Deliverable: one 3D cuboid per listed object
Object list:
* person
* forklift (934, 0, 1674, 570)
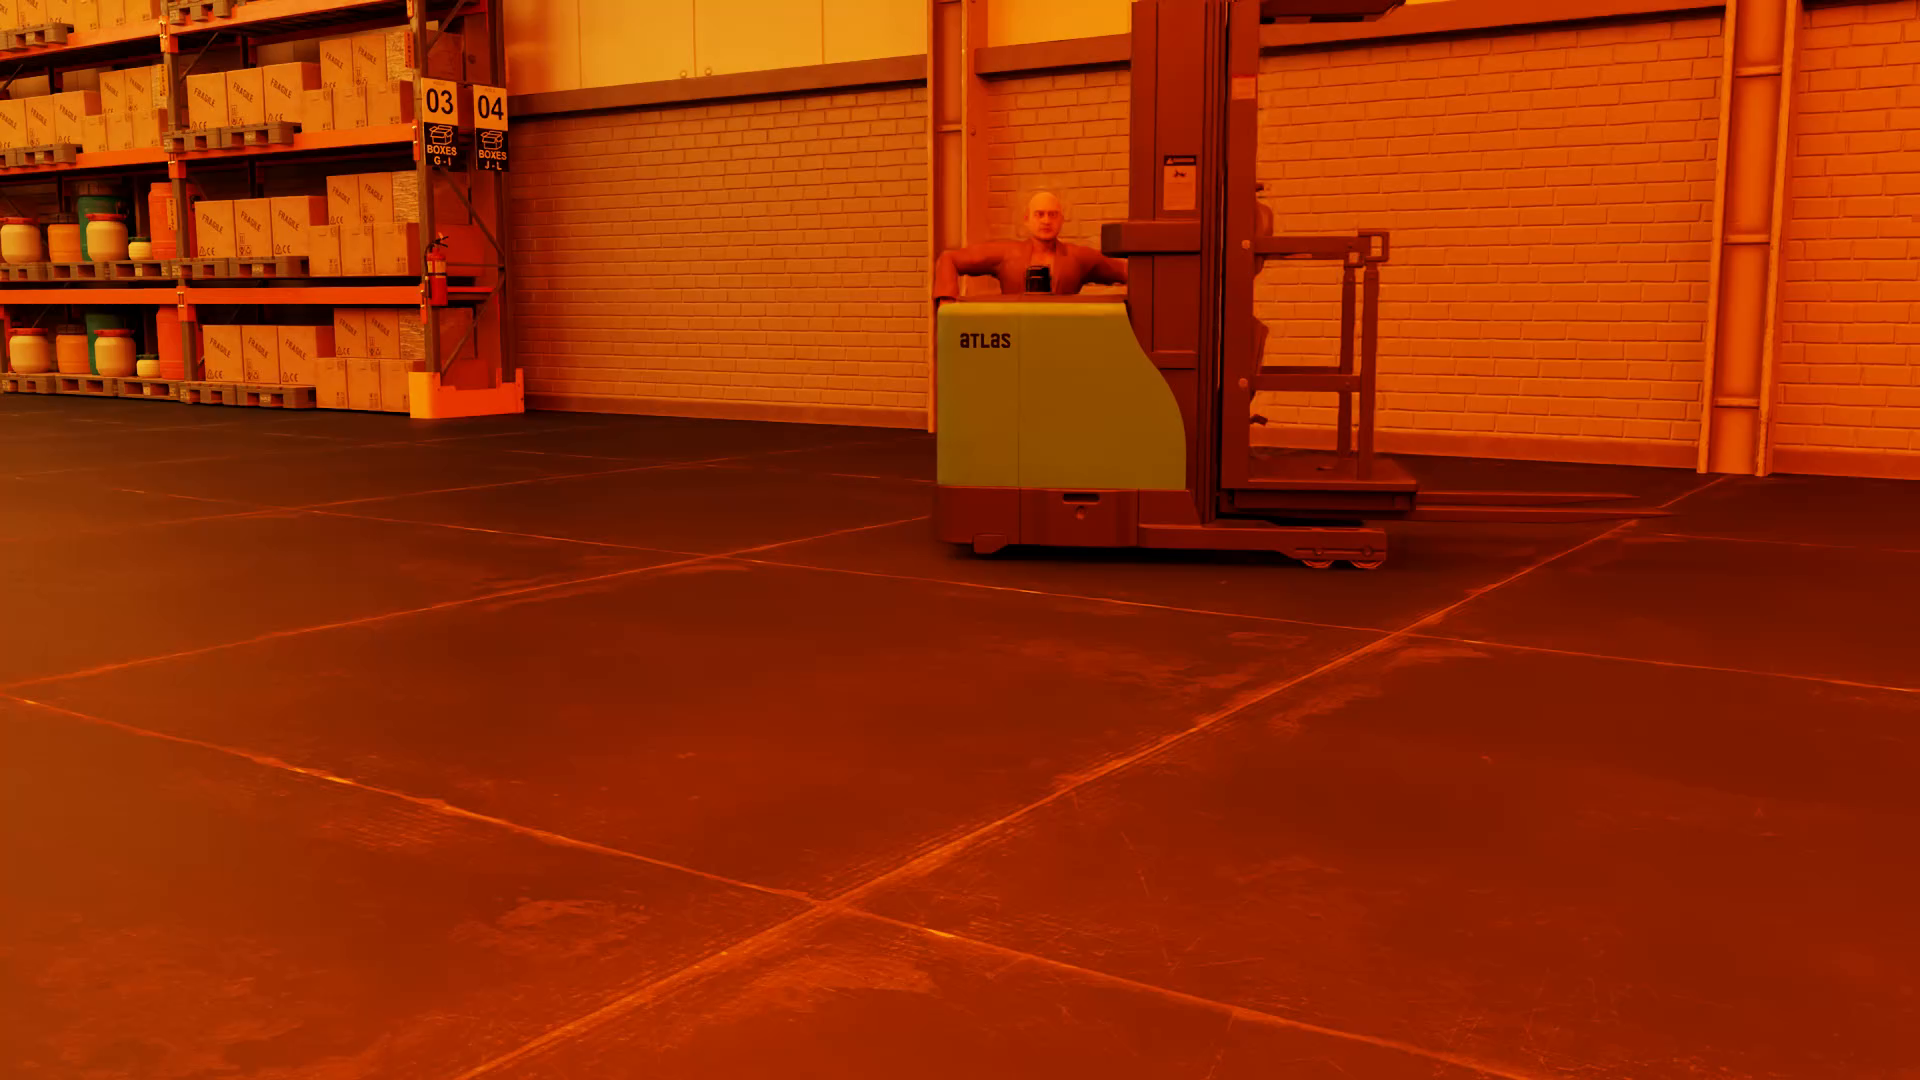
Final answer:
[{"bbox_3d":[0.427,-0.875,8.043,1.125,1.612,0.854,0,8,1],"label":"person"},{"bbox_3d":[1.449,-1.411,7.114,3.031,2.935,1.130,1,8,8],"label":"forklift"}]
